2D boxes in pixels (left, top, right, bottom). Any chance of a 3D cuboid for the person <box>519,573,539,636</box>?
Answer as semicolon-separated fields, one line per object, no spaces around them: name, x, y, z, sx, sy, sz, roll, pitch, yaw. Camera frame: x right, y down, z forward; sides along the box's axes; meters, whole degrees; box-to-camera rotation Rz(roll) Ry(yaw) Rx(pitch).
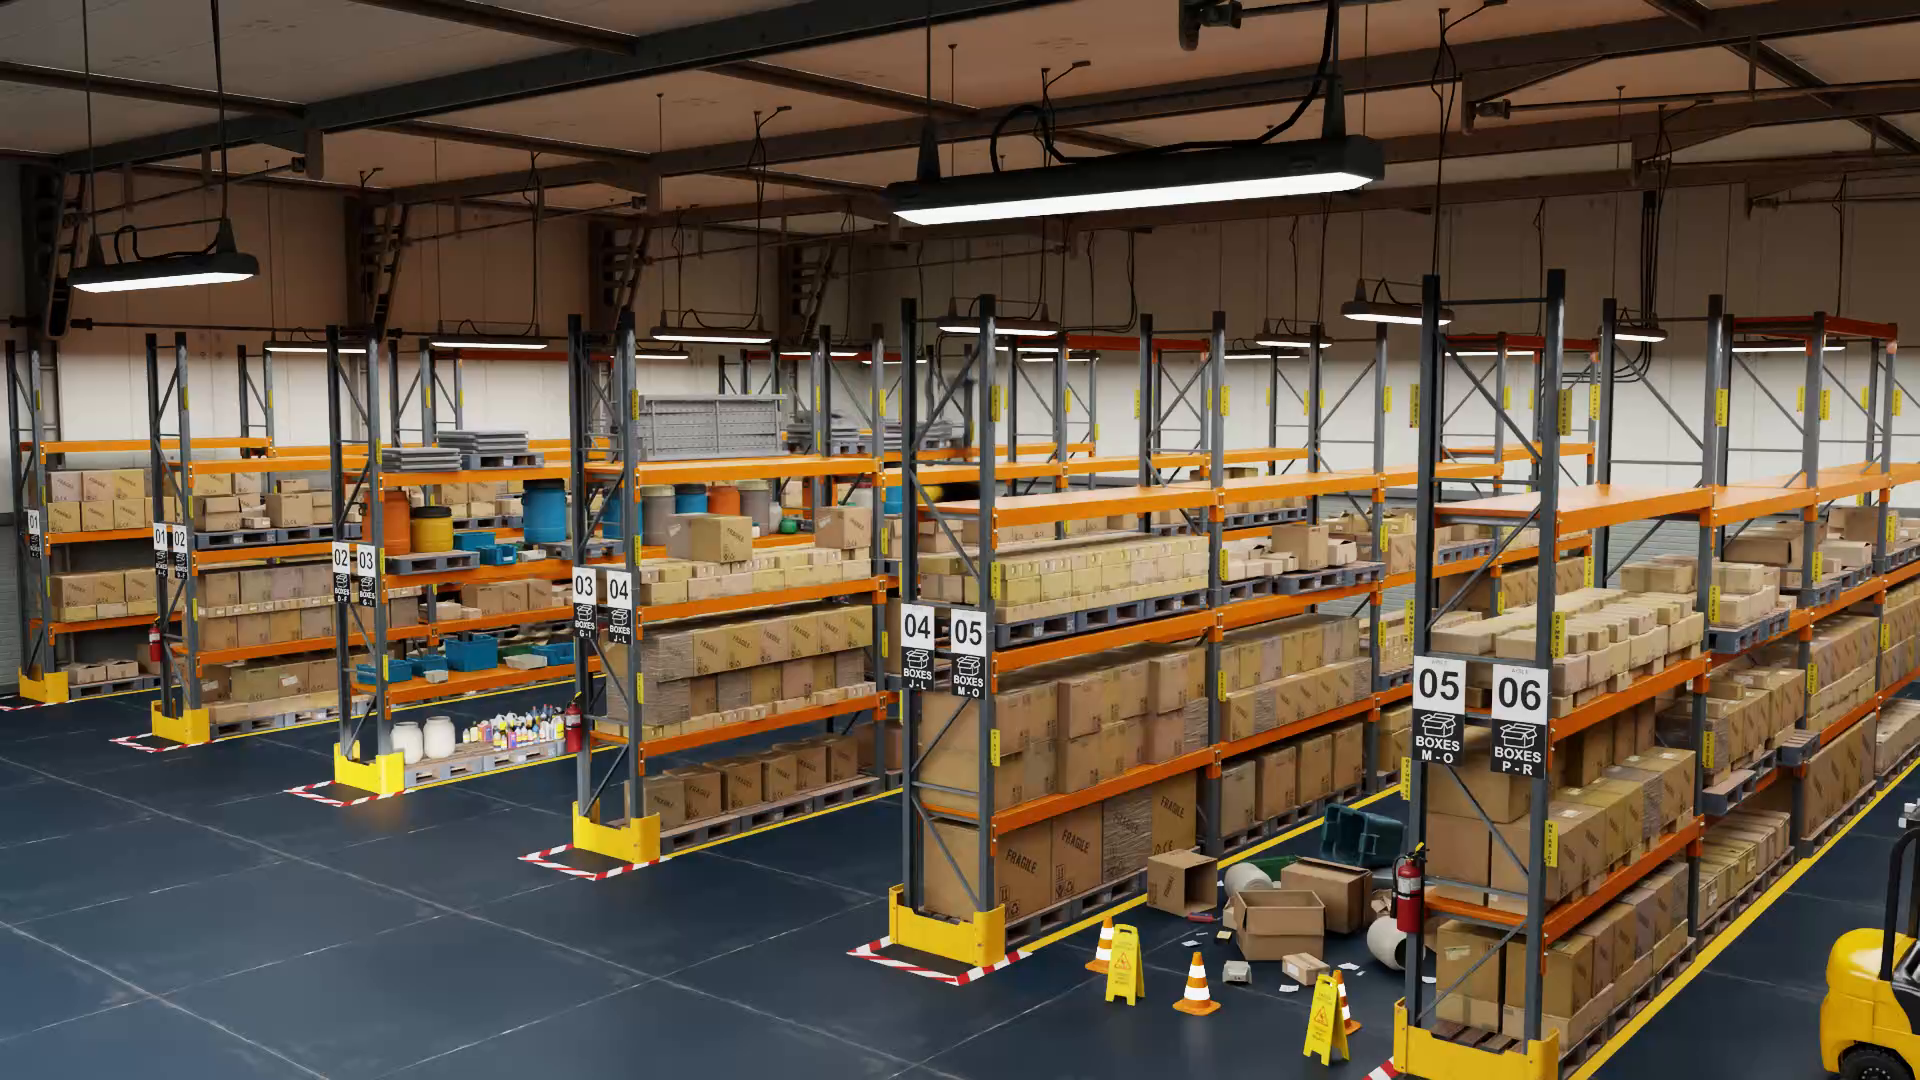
person;-8.326;1.409;32.388;0.674;1.682;0.782;3;6;32
